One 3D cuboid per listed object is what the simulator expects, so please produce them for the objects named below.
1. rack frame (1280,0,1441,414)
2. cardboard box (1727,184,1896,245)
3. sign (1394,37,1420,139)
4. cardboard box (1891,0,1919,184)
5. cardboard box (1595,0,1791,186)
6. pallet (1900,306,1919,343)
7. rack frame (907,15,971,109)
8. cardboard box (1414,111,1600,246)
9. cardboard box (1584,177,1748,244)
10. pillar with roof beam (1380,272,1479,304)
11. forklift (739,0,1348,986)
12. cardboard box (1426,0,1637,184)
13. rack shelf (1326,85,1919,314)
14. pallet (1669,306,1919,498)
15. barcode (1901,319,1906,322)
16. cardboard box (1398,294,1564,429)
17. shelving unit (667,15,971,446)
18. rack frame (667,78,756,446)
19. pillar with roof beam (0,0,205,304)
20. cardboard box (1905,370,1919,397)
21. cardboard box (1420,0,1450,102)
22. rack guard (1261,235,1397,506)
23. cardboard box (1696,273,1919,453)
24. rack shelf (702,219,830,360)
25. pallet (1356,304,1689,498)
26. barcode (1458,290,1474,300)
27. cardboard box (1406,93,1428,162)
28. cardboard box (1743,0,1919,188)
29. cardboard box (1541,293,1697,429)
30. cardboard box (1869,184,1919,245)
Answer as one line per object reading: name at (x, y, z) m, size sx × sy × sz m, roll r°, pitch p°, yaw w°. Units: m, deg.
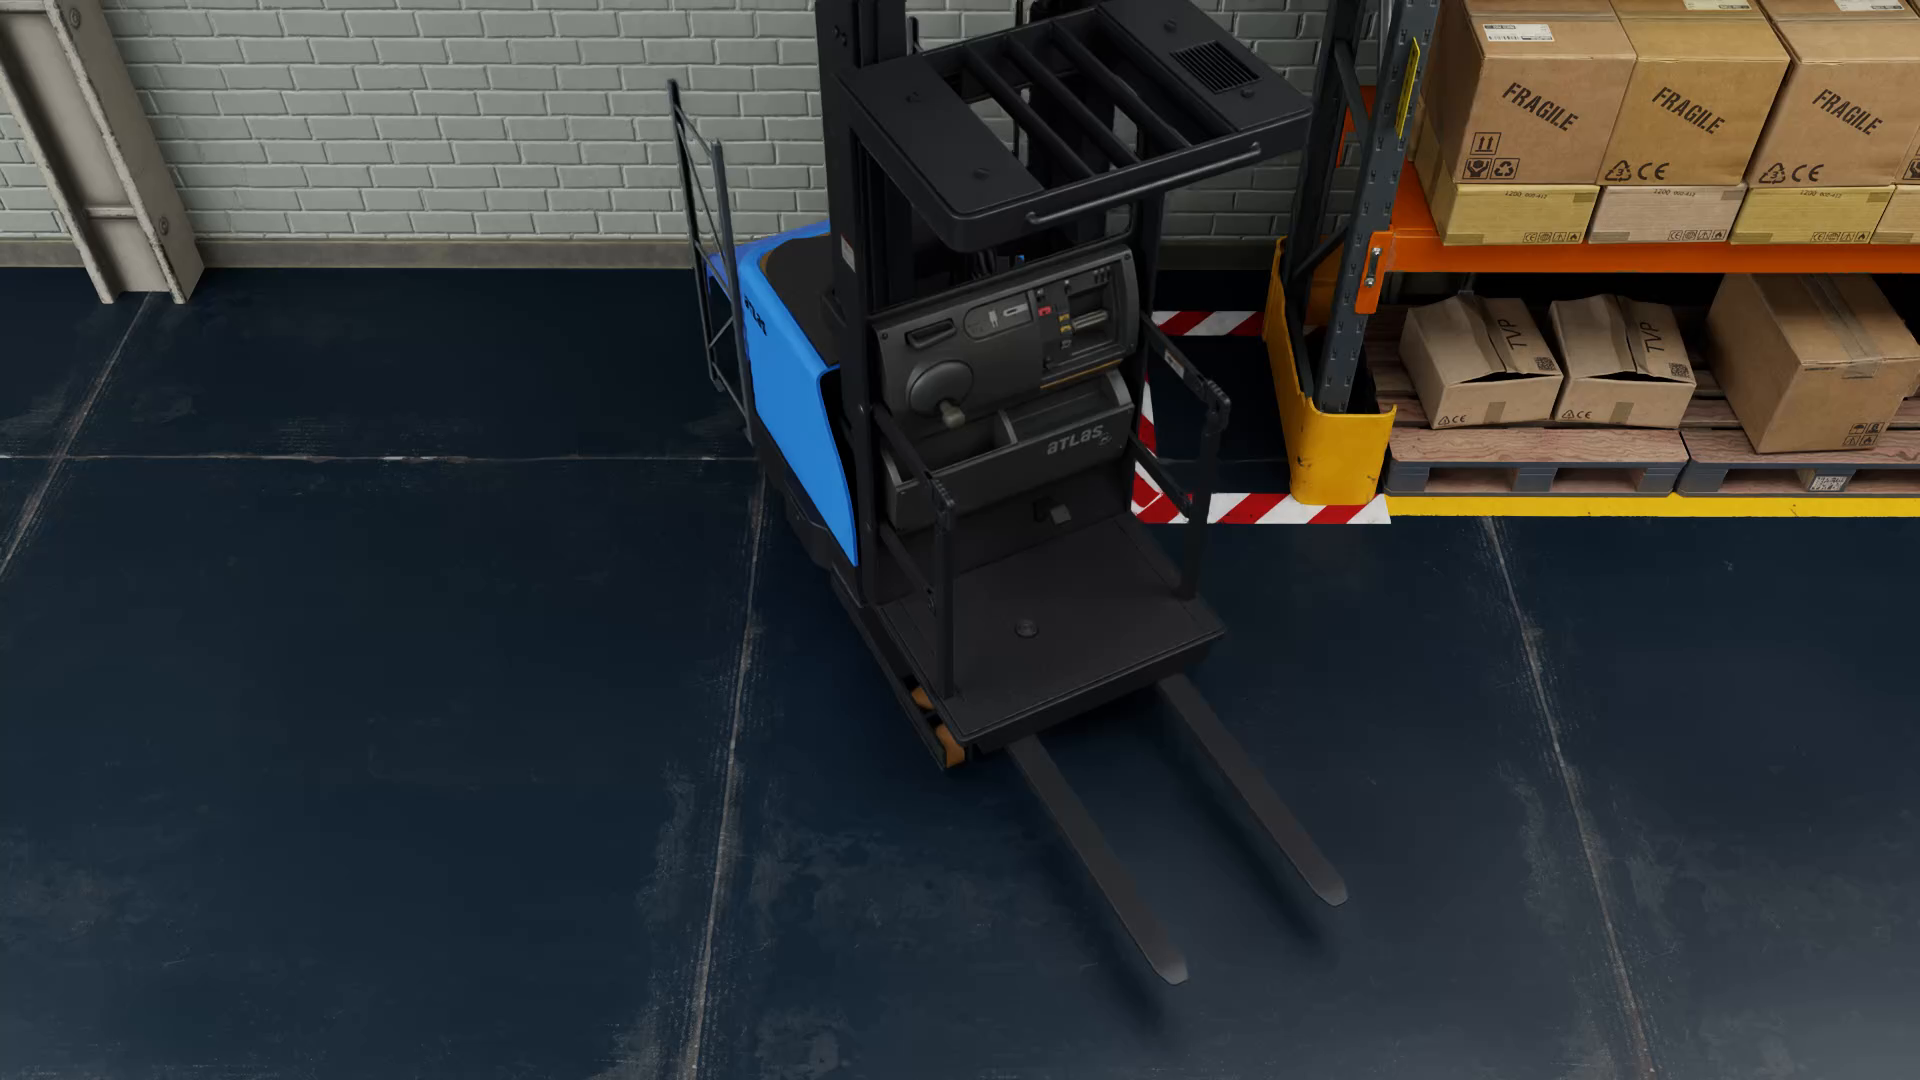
rack frame at (1.479, -1.595, 6.185) m, size 0.127 × 3.000 × 1.000 m, roll 0°, pitch 47°, yaw 0°
cardboard box at (2.994, -1.320, 6.018) m, size 0.500 × 0.250 × 0.500 m, roll -1°, pitch 47°, yaw 0°
sign at (1.477, -1.493, 5.499) m, size 0.005 × 0.325 × 0.100 m, roll 0°, pitch 47°, yaw 0°
cardboard box at (3.482, -1.577, 5.745) m, size 0.500 × 0.500 × 0.500 m, roll 1°, pitch 47°, yaw 1°
cardboard box at (2.449, -1.576, 5.744) m, size 0.500 × 0.500 × 0.500 m, roll 0°, pitch 47°, yaw 0°
pallet at (4.807, -0.610, 7.173) m, size 1.213 × 0.211 × 1.003 m, roll 0°, pitch 47°, yaw 0°
rack frame at (-0.085, -1.421, 7.047) m, size 0.032 × 1.500 × 0.500 m, roll -20°, pitch 50°, yaw -18°
cardboard box at (1.966, -1.317, 6.015) m, size 0.500 × 0.250 × 0.500 m, roll -1°, pitch 47°, yaw -1°
cardboard box at (2.485, -1.326, 6.024) m, size 0.500 × 0.250 × 0.500 m, roll -1°, pitch 47°, yaw -1°
pillar with roof beam at (2.166, -1.119, 1.644) m, size 0.400 × 9.000 × 9.100 m, roll 0°, pitch 47°, yaw 0°
forklift at (0.267, -0.560, 5.269) m, size 1.130 × 2.935 × 3.031 m, roll -21°, pitch 50°, yaw -18°
cardboard box at (1.955, -1.585, 5.752) m, size 0.500 × 0.500 × 0.500 m, roll 0°, pitch 47°, yaw 0°
rack shelf at (3.479, -1.344, 6.443) m, size 4.000 × 0.370 × 1.077 m, roll 0°, pitch 47°, yaw 0°
pallet at (3.584, -0.611, 7.174) m, size 1.213 × 0.211 × 1.003 m, roll 0°, pitch 47°, yaw 0°
barcode at (4.009, -0.921, 7.129) m, size 0.075 × 0.075 × 0.001 m, roll 0°, pitch 47°, yaw 0°
cardboard box at (2.170, -0.761, 6.945) m, size 0.500 × 0.311 × 0.500 m, roll -5°, pitch 47°, yaw -4°
shelving unit at (-0.538, -1.252, 6.890) m, size 1.048 × 1.500 × 0.538 m, roll -20°, pitch 50°, yaw -18°
rack frame at (-0.991, -1.083, 6.733) m, size 0.032 × 1.500 × 0.500 m, roll -20°, pitch 50°, yaw -18°
pillar with roof beam at (-3.834, -1.135, 1.659) m, size 0.400 × 9.000 × 9.100 m, roll 0°, pitch 47°, yaw 0°
cardboard box at (3.880, -0.781, 7.075) m, size 0.250 × 0.149 × 0.380 m, roll -3°, pitch 47°, yaw -3°
cardboard box at (1.951, -1.960, 6.102) m, size 0.500 × 0.500 × 0.500 m, roll 0°, pitch 47°, yaw 0°
rack guard at (1.555, -0.743, 7.100) m, size 0.348 × 0.500 × 1.175 m, roll 0°, pitch 47°, yaw 0°
cardboard box at (3.474, -0.785, 6.839) m, size 0.500 × 0.500 × 0.700 m, roll -3°, pitch 47°, yaw -2°
rack shelf at (-0.538, -1.129, 7.022) m, size 1.000 × 0.185 × 0.538 m, roll -20°, pitch 50°, yaw -18°
pallet at (2.367, -0.616, 7.179) m, size 1.213 × 0.211 × 1.003 m, roll 0°, pitch 47°, yaw 0°
barcode at (2.190, -1.057, 7.214) m, size 0.075 × 0.075 × 0.001 m, roll 0°, pitch 47°, yaw 0°
cardboard box at (1.947, -1.691, 6.364) m, size 0.500 × 0.250 × 0.500 m, roll 1°, pitch 47°, yaw 1°
cardboard box at (2.966, -1.570, 5.739) m, size 0.500 × 0.500 × 0.500 m, roll -1°, pitch 47°, yaw -1°
cardboard box at (2.741, -0.759, 6.944) m, size 0.500 × 0.311 × 0.500 m, roll 4°, pitch 47°, yaw 3°
cardboard box at (3.500, -1.317, 6.015) m, size 0.500 × 0.250 × 0.500 m, roll 1°, pitch 47°, yaw 1°
